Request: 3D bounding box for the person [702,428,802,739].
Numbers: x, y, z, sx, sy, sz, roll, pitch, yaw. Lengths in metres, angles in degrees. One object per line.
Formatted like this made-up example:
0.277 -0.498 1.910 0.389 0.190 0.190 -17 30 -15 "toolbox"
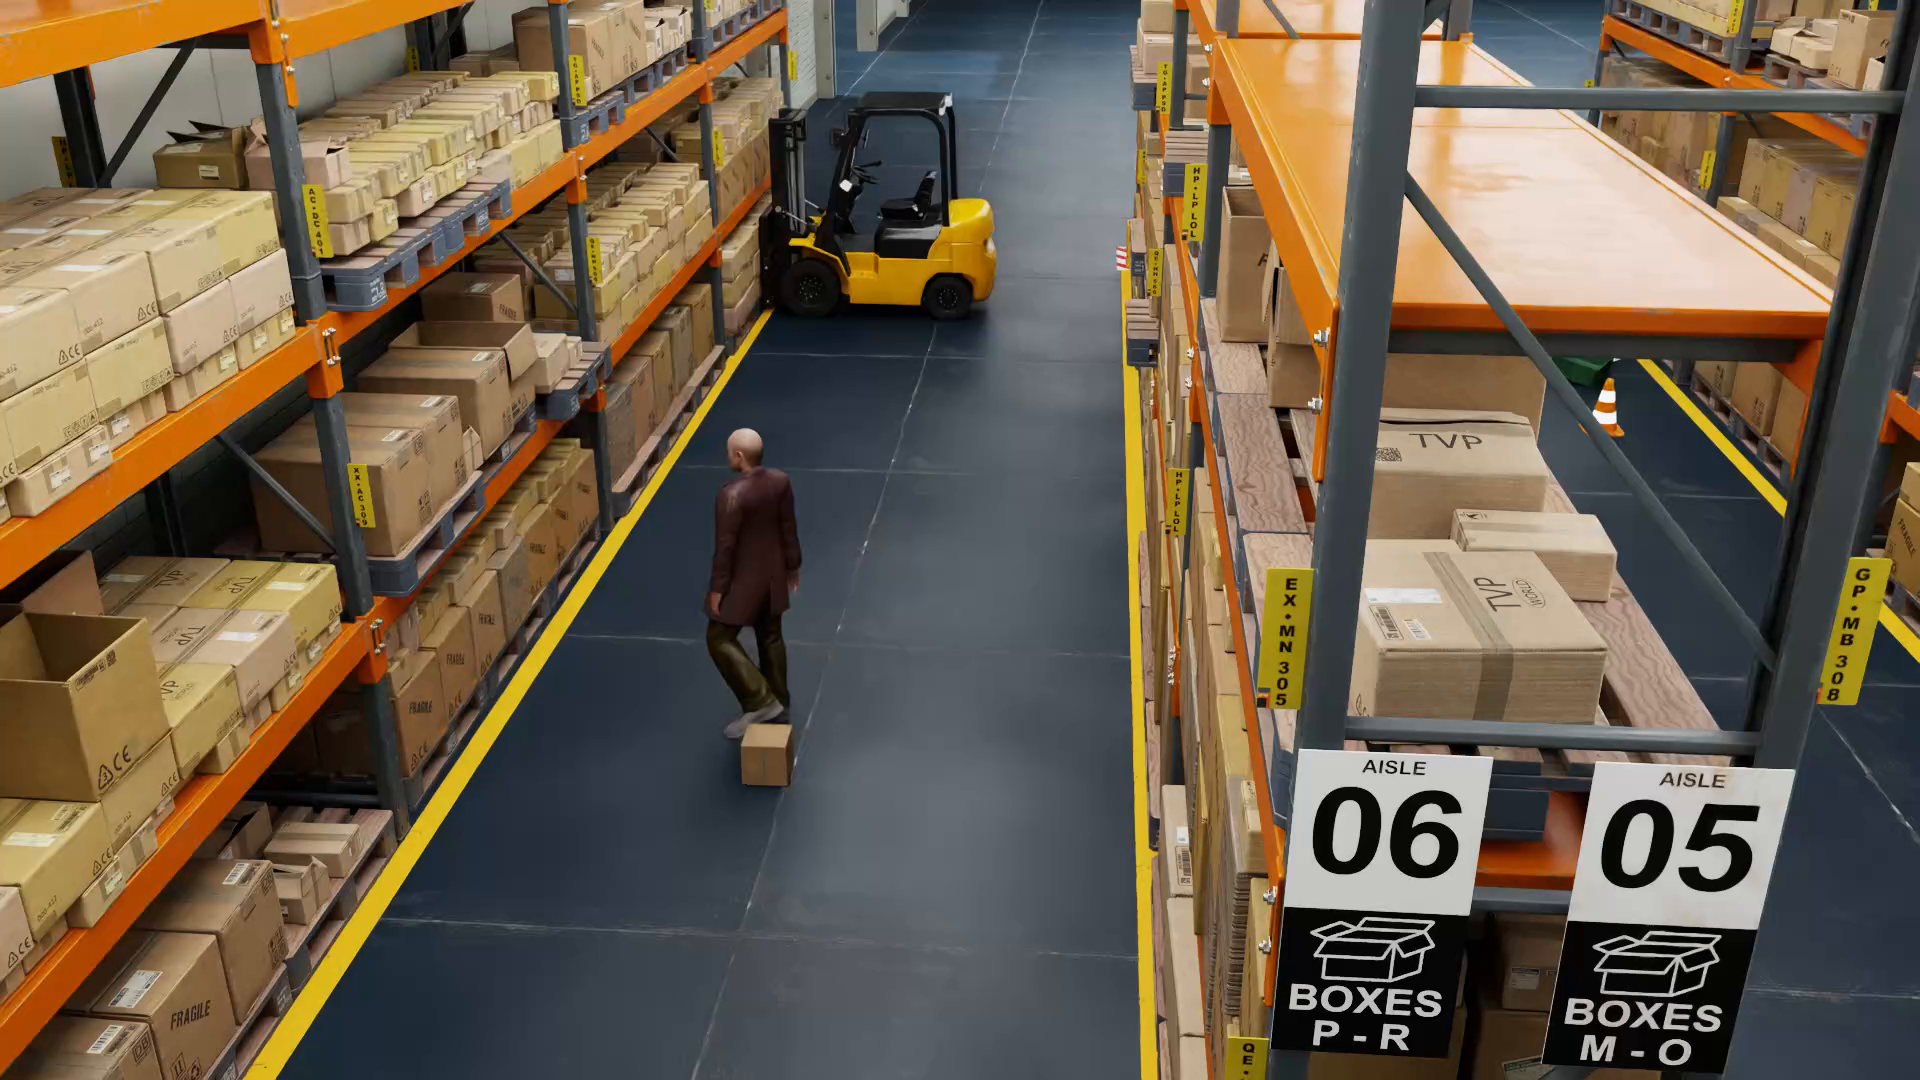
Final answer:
-1.160 0.243 9.458 0.546 1.766 0.732 19 30 36 "person"
